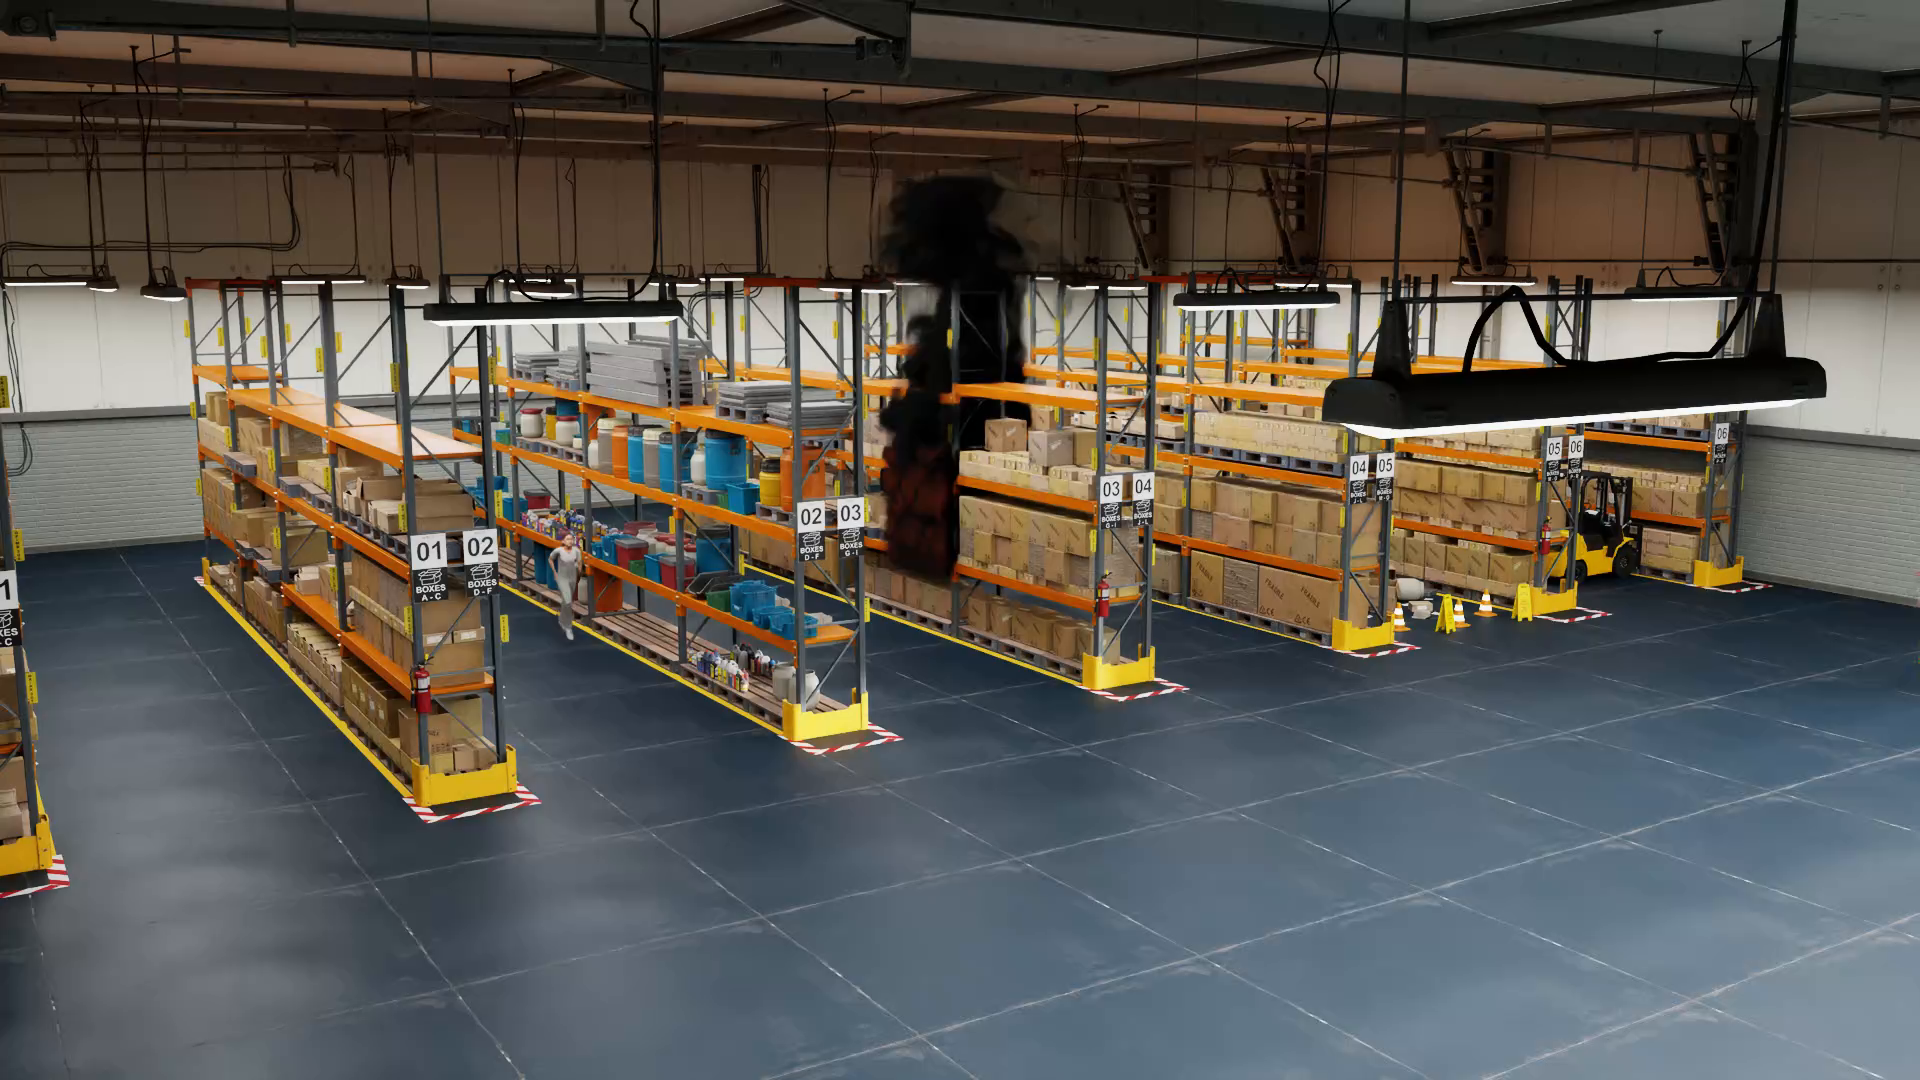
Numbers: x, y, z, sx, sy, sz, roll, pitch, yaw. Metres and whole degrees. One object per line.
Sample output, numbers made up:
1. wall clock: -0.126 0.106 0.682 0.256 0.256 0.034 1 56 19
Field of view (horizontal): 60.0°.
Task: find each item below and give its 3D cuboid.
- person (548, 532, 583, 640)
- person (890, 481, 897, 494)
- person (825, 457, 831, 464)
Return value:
1. person: -6.399 0.723 27.145 0.480 1.756 0.792 -8 12 -40
2. person: -1.691 -1.479 41.987 0.755 1.585 0.538 0 10 2
3. person: -3.329 -1.157 39.802 0.801 1.698 0.820 -2 10 -10
